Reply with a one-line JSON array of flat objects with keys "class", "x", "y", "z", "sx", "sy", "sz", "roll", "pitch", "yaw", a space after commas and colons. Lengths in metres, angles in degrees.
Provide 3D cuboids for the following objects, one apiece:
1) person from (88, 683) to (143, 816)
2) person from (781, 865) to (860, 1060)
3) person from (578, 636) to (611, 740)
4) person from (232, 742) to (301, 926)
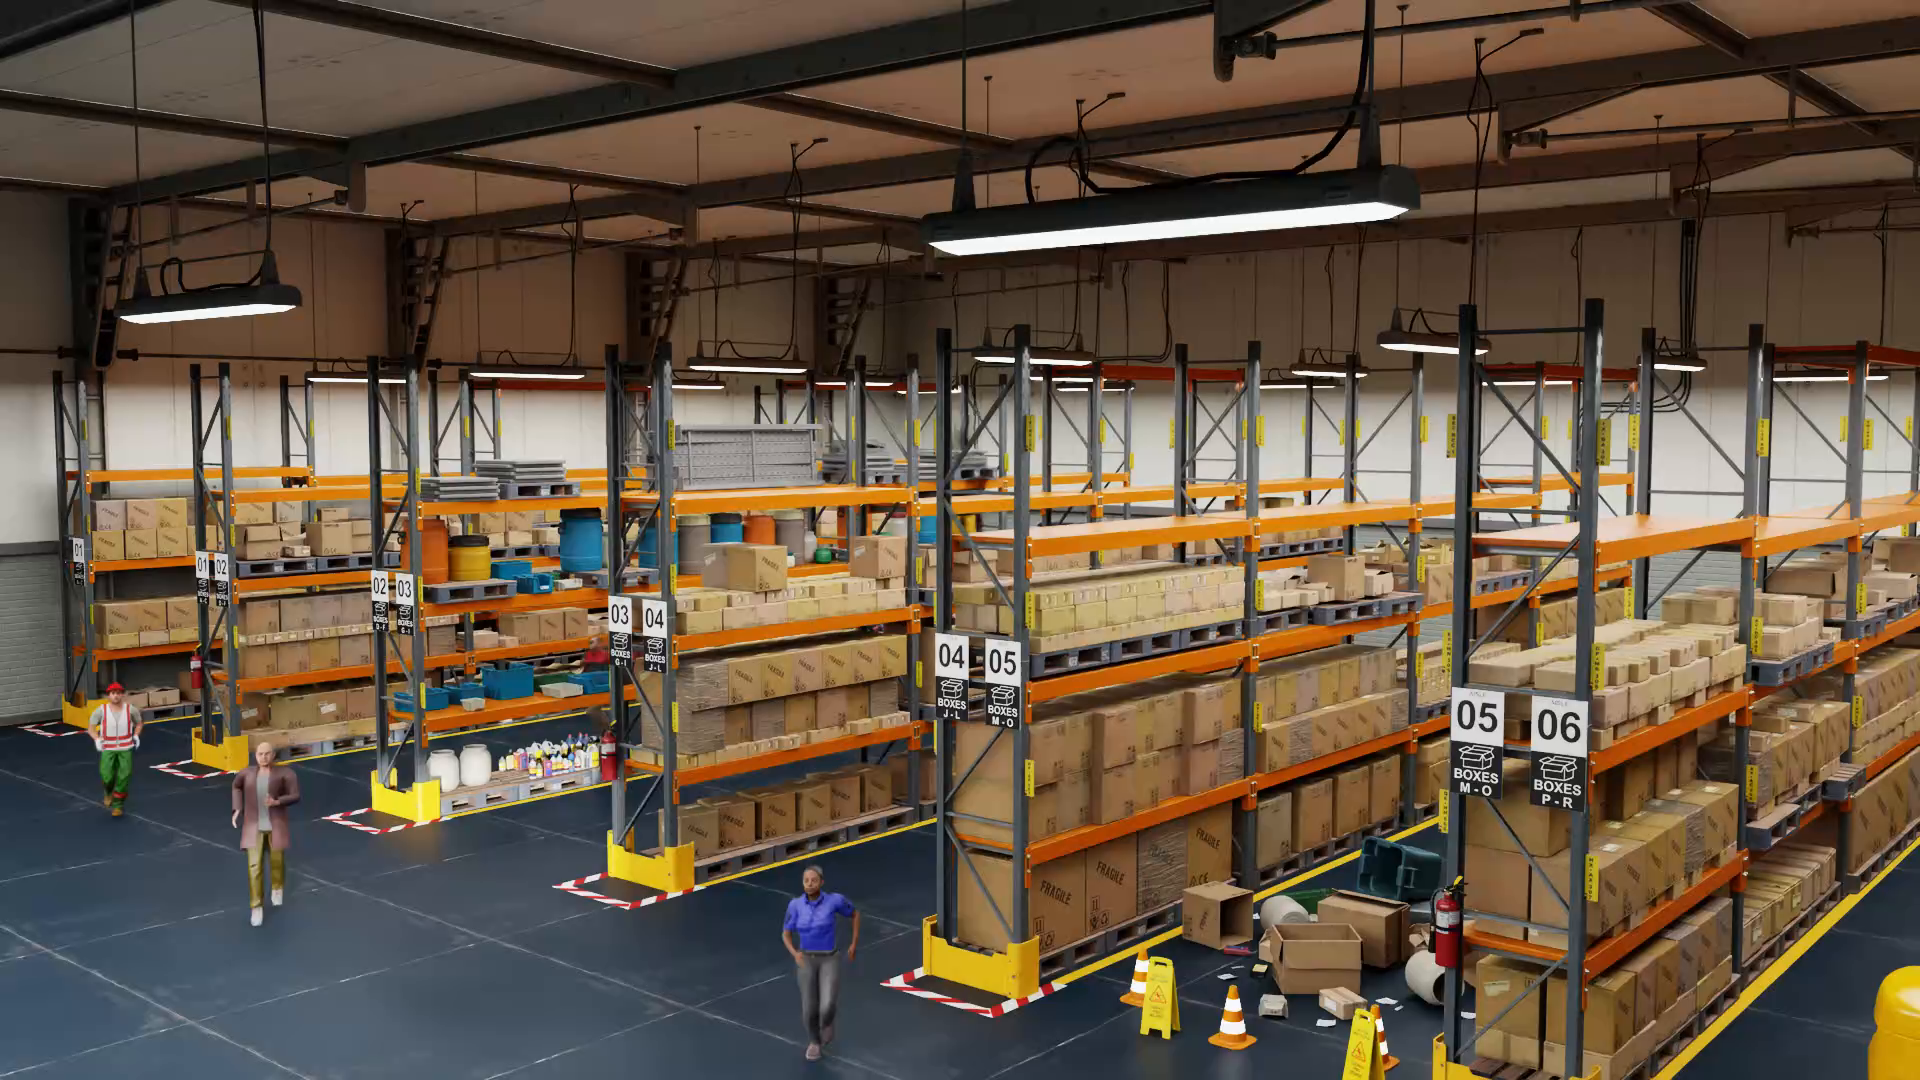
[{"class": "person", "x": -11.011, "y": 2.727, "z": 21.711, "sx": 0.639, "sy": 1.741, "sz": 0.587, "roll": -3, "pitch": 5, "yaw": -31}, {"class": "person", "x": -1.122, "y": 3.403, "z": 13.306, "sx": 0.607, "sy": 1.613, "sz": 0.669, "roll": 0, "pitch": 4, "yaw": 3}, {"class": "person", "x": -5.779, "y": 2.419, "z": 26.510, "sx": 0.677, "sy": 1.792, "sz": 0.741, "roll": 3, "pitch": 5, "yaw": 39}, {"class": "person", "x": -7.222, "y": 2.997, "z": 17.316, "sx": 0.694, "sy": 1.795, "sz": 0.994, "roll": -1, "pitch": 4, "yaw": -18}]
